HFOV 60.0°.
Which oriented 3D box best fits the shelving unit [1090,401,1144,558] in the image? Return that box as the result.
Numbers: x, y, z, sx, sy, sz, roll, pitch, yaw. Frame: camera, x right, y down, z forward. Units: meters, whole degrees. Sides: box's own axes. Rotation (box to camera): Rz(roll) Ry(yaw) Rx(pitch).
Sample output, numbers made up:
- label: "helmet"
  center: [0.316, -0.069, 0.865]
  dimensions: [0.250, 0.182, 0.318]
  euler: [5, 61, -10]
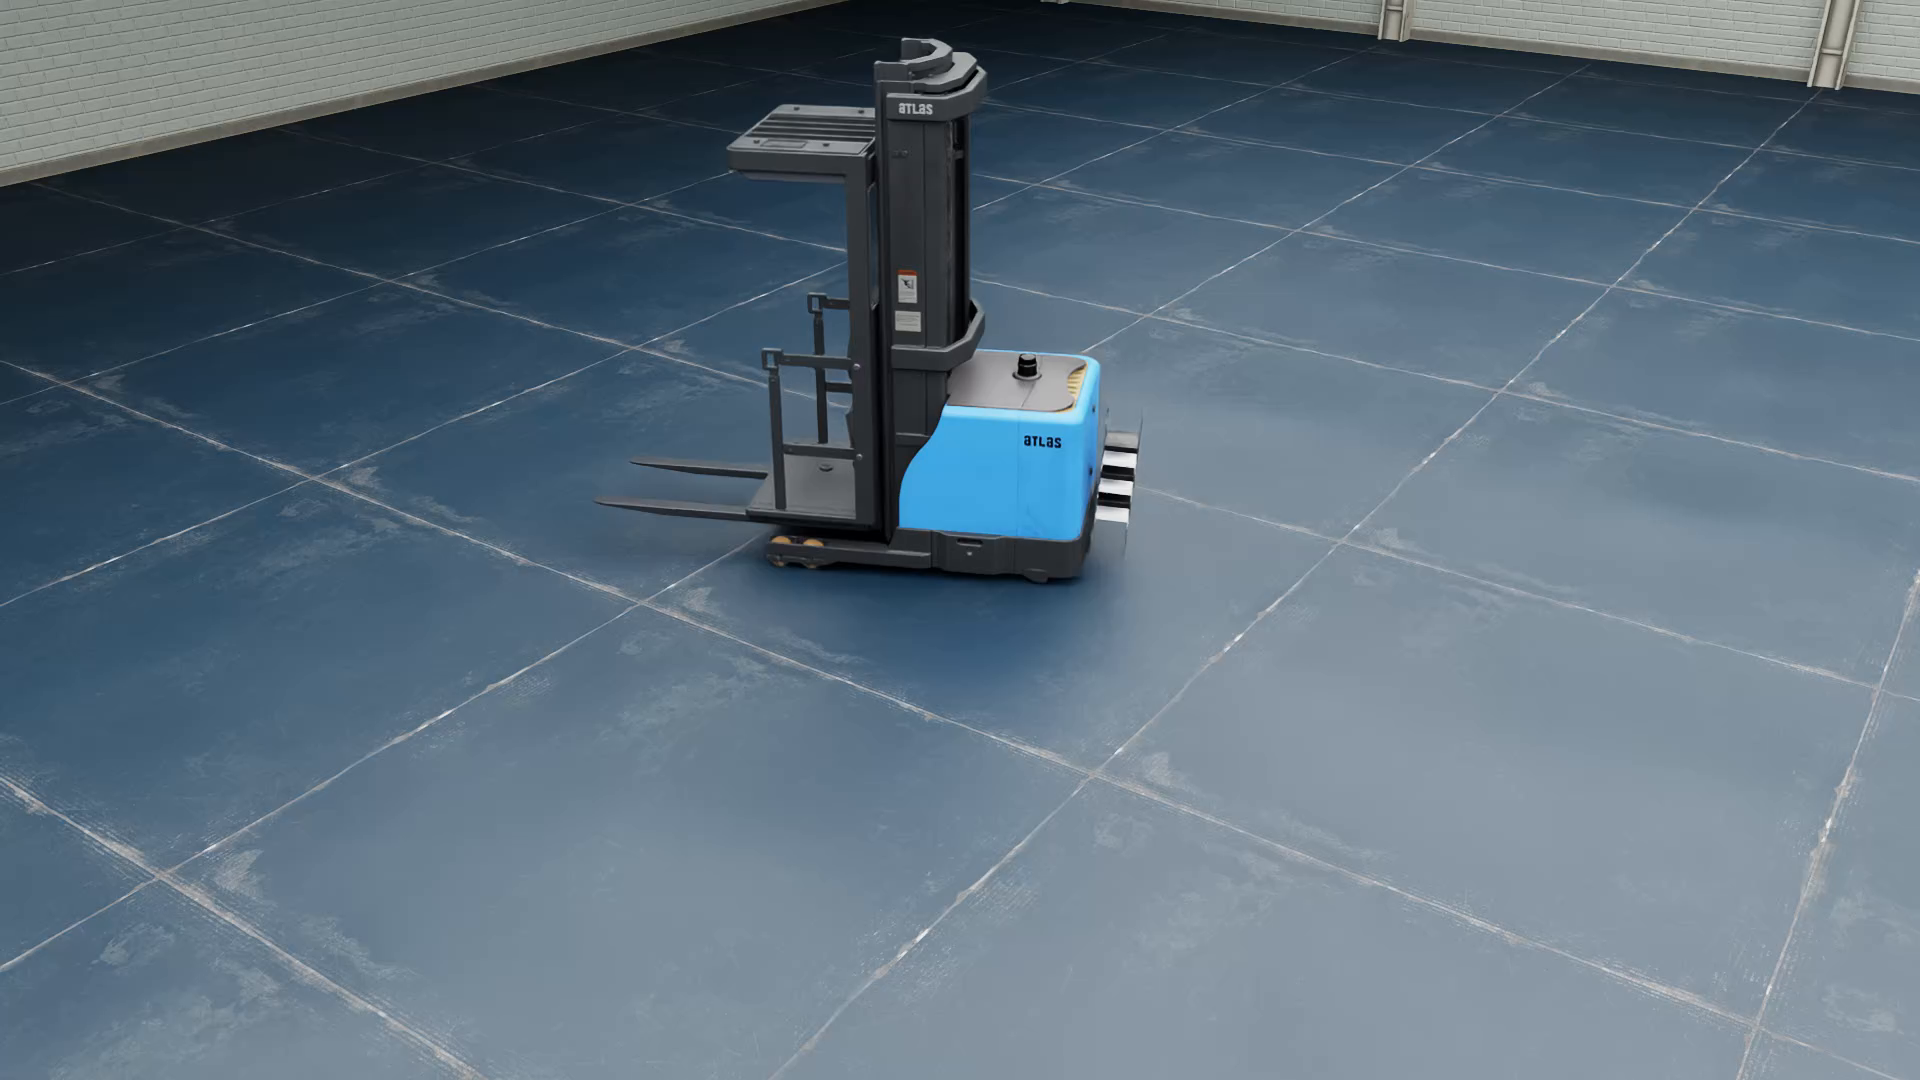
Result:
- label: "shelving unit"
  center: [0.937, -0.359, 9.947]
  dimensions: [0.210, 0.900, 0.258]
  euler: [7, 28, 4]

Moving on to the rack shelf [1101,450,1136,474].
- label: "rack shelf"
  center: [0.948, -0.489, 9.879]
  dimensions: [0.200, 0.077, 0.258]
  euler: [7, 28, 4]

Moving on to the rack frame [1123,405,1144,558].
- label: "rack frame"
  center: [1.037, -0.346, 9.939]
  dimensions: [0.006, 0.900, 0.240]
  euler: [7, 28, 4]

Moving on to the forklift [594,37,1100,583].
- label: "forklift"
  center: [-0.707, -1.370, 9.711]
  dimensions: [3.031, 2.935, 1.130]
  euler: [5, 27, 9]

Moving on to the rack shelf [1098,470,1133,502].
- label: "rack shelf"
  center: [0.934, -0.329, 9.962]
  dimensions: [0.200, 0.077, 0.258]
  euler: [7, 28, 4]

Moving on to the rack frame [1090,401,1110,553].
- label: "rack frame"
  center: [0.836, -0.372, 9.955]
  dimensions: [0.006, 0.900, 0.240]
  euler: [7, 28, 4]

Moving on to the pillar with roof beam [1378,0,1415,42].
- label: "pillar with roof beam"
  center: [4.121, -9.980, 19.939]
  dimensions: [0.400, 9.000, 9.100]
  euler: [17, 32, 30]

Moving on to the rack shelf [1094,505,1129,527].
- label: "rack shelf"
  center: [0.920, -0.170, 10.045]
  dimensions: [0.200, 0.077, 0.258]
  euler: [7, 28, 4]

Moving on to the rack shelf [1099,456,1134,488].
- label: "rack shelf"
  center: [0.941, -0.409, 9.921]
  dimensions: [0.200, 0.077, 0.258]
  euler: [7, 28, 4]

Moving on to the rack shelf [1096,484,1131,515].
- label: "rack shelf"
  center: [0.927, -0.250, 10.004]
  dimensions: [0.200, 0.077, 0.258]
  euler: [7, 28, 4]

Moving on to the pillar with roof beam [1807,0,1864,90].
- label: "pillar with roof beam"
  center: [9.067, -8.439, 16.912]
  dimensions: [0.400, 9.000, 9.100]
  euler: [17, 32, 30]

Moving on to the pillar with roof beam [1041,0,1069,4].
- label: "pillar with roof beam"
  center: [-0.825, -11.521, 22.967]
  dimensions: [0.400, 9.000, 9.100]
  euler: [17, 32, 30]

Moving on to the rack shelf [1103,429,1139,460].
- label: "rack shelf"
  center: [0.955, -0.568, 9.838]
  dimensions: [0.200, 0.077, 0.258]
  euler: [7, 28, 4]
